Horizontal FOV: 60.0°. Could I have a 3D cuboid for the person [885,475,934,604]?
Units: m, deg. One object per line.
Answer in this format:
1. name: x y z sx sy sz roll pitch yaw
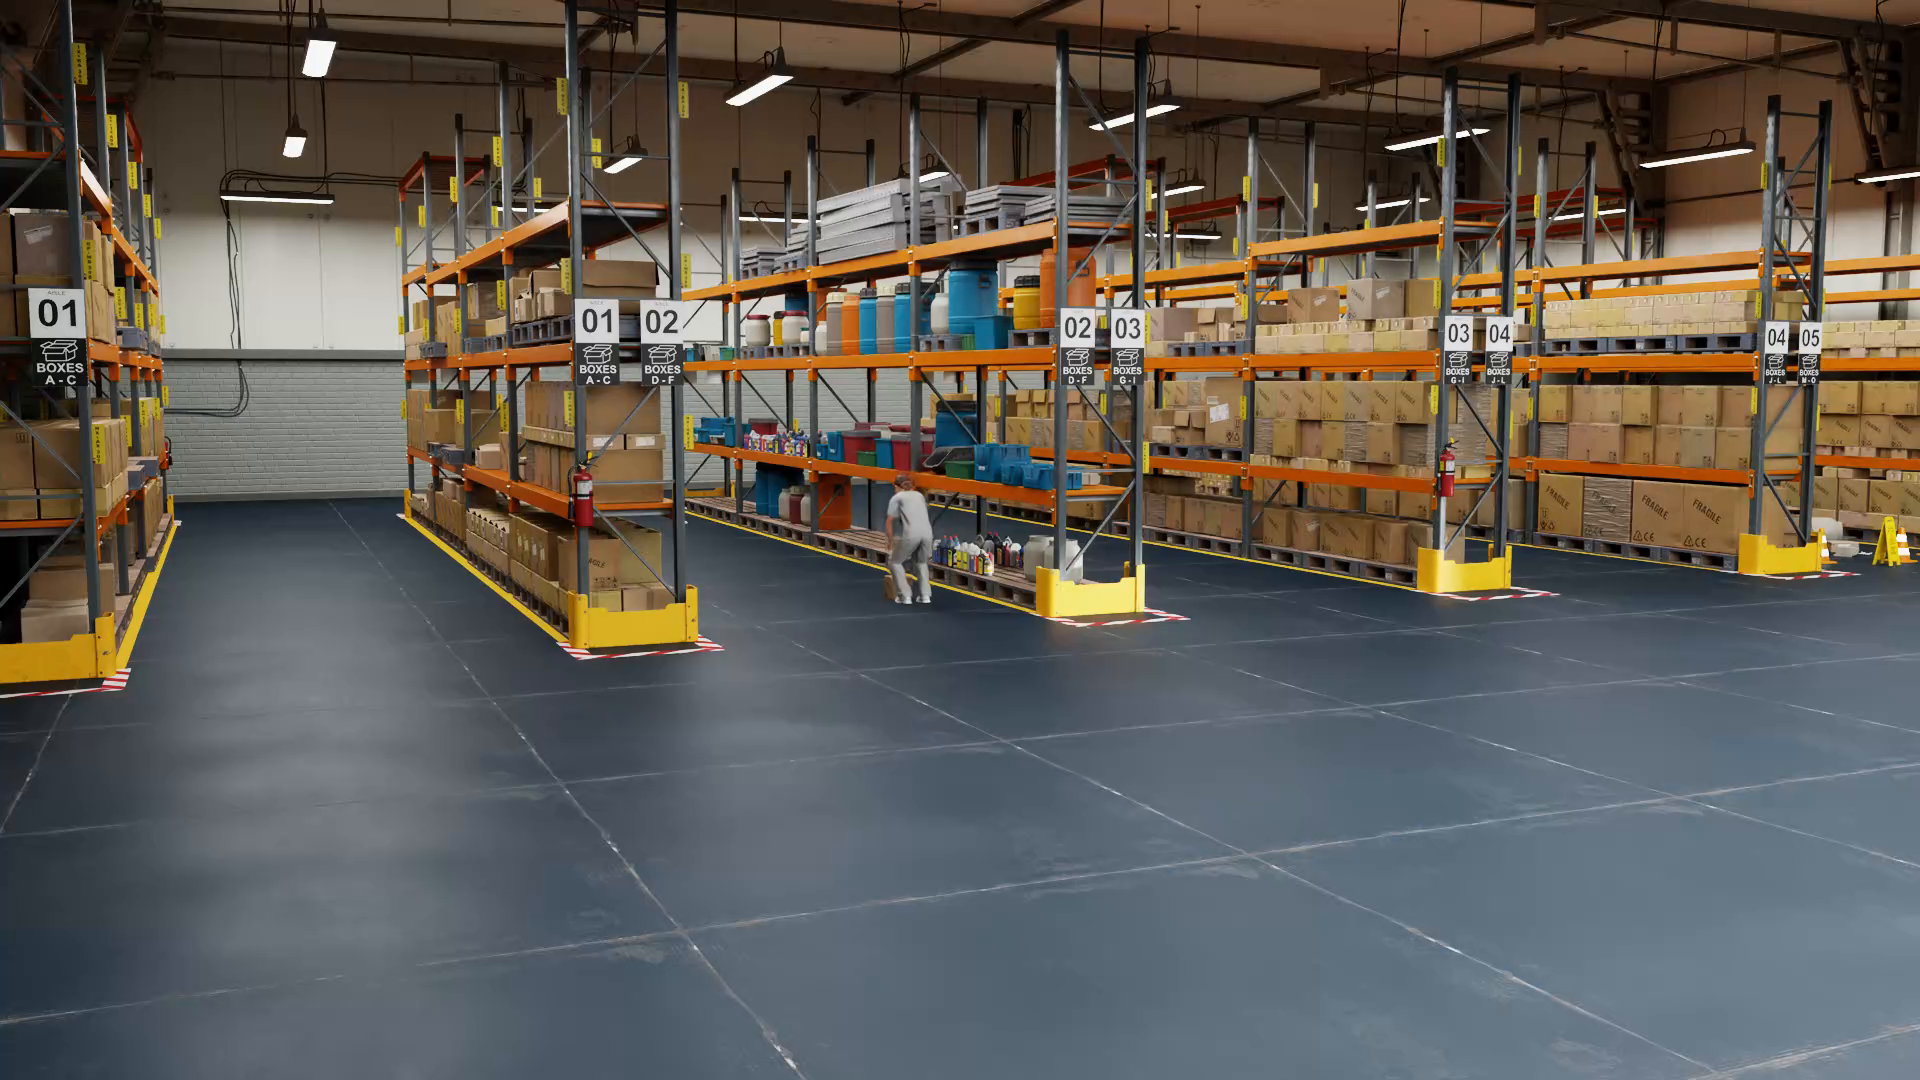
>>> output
1. person: -0.568 -0.005 18.411 0.490 1.418 0.616 -2 6 -23
